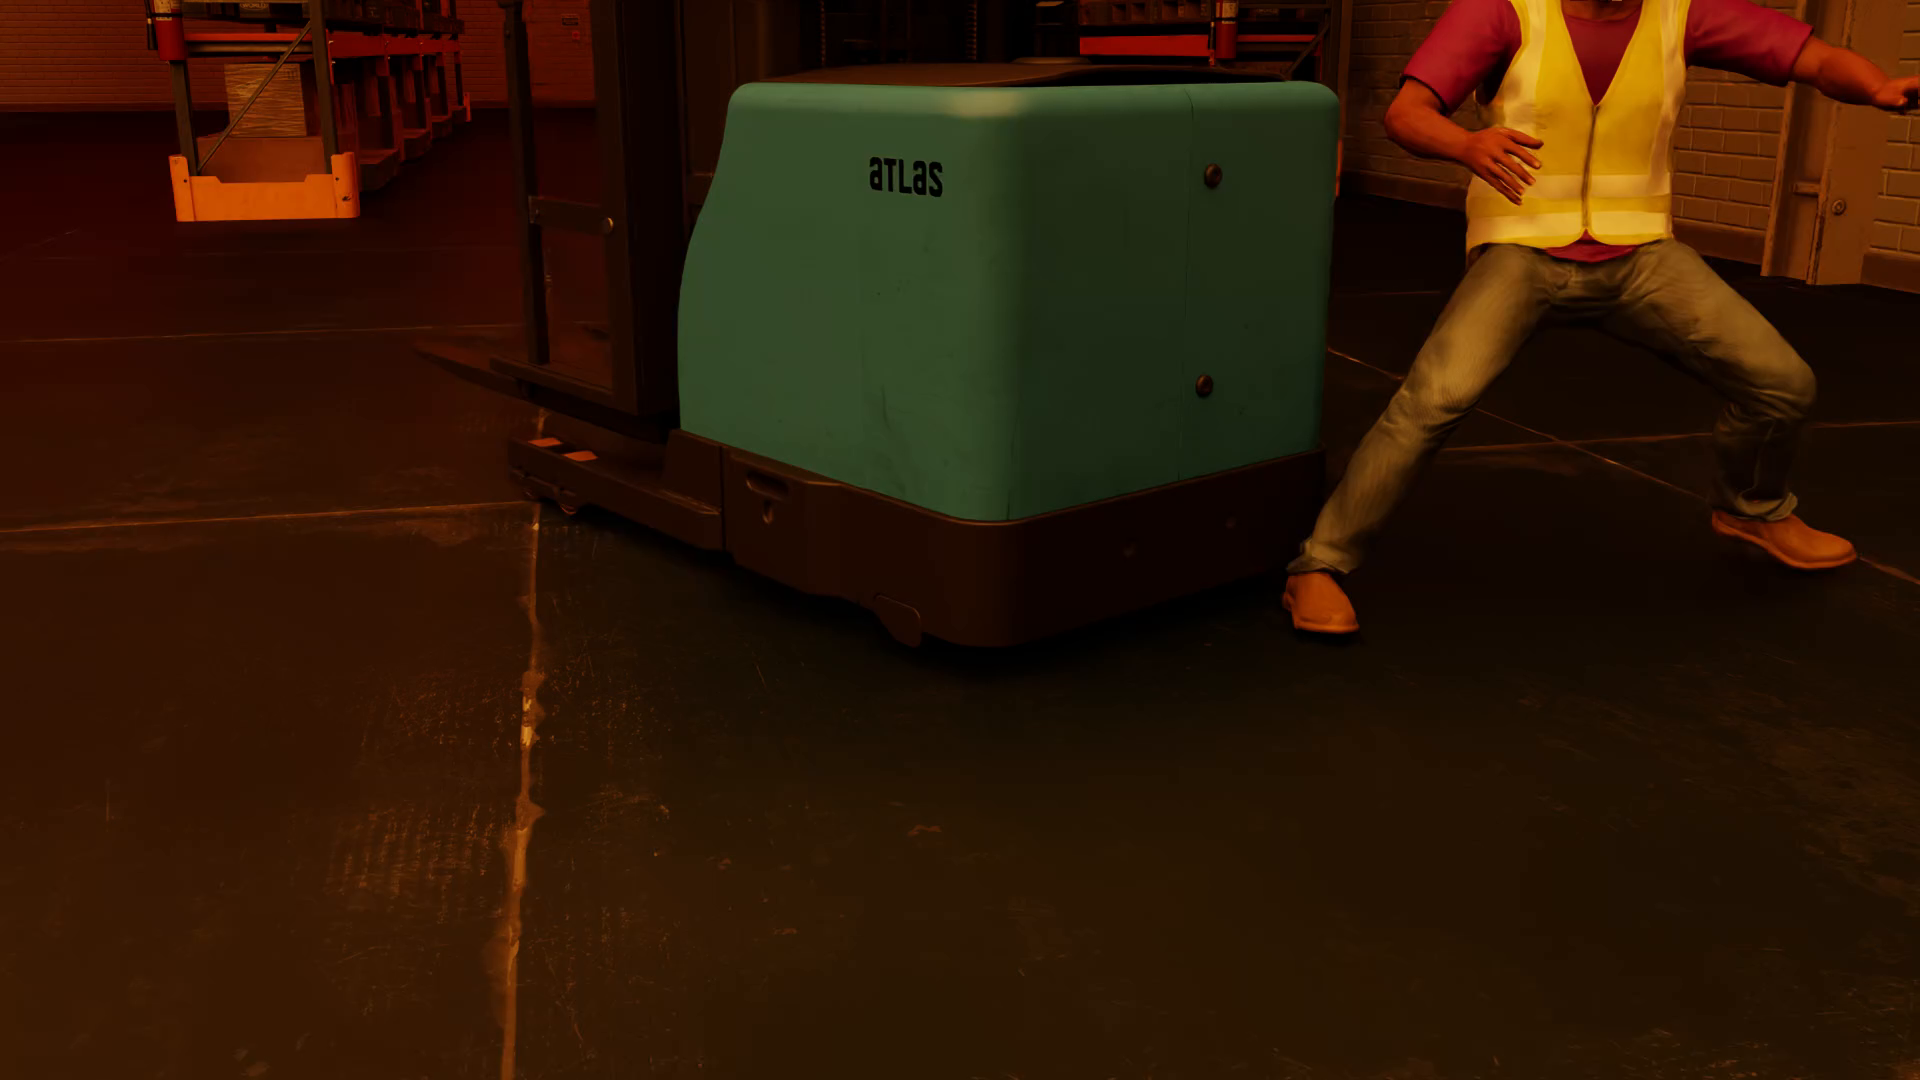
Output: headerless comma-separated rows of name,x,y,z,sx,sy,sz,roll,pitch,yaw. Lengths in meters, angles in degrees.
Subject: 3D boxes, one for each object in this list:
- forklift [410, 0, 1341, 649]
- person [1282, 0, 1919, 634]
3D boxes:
forklift,-0.535,-1.548,4.080,1.130,2.935,3.031,-14,21,-38
person,1.330,-0.610,3.362,1.277,1.542,0.726,2,17,5
